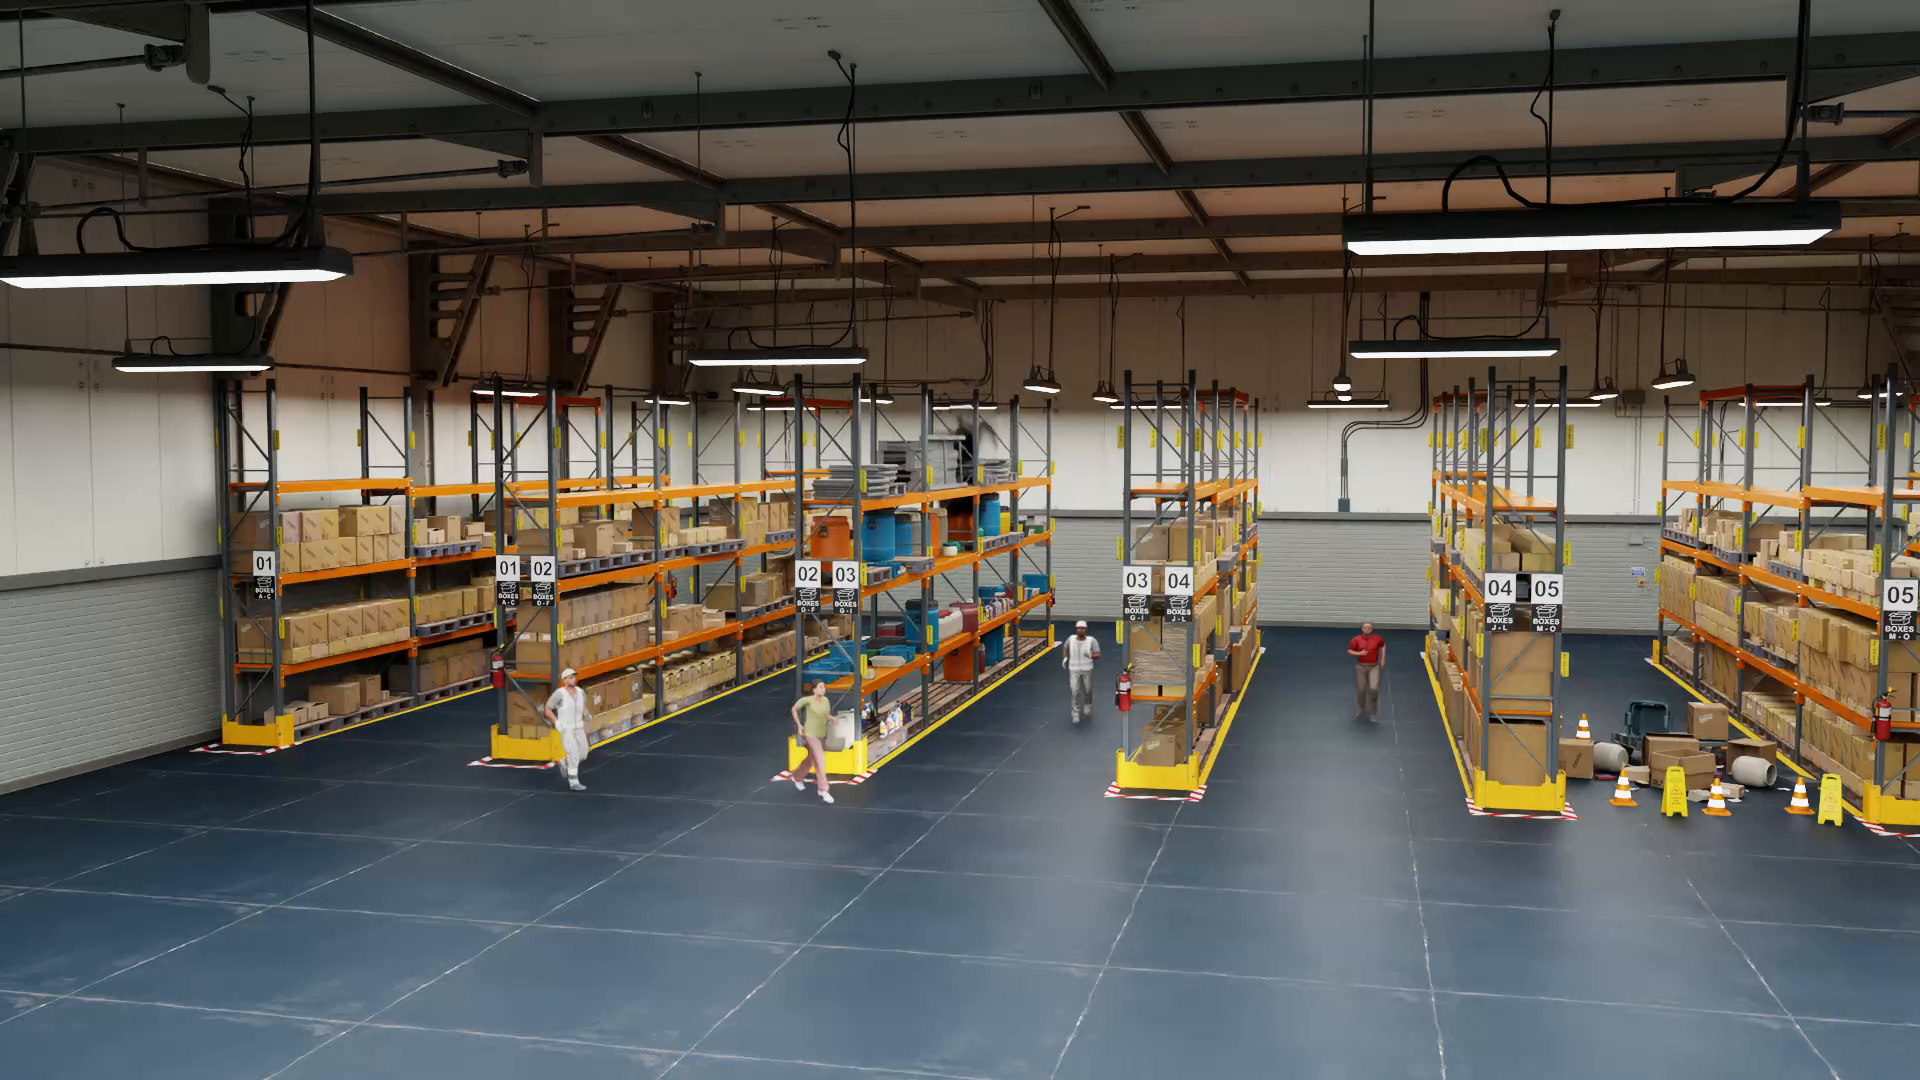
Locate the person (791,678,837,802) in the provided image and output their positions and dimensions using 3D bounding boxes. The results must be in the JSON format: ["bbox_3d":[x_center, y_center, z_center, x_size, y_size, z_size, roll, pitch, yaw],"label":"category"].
[{"bbox_3d":[-2.061,2.771,23.325,0.934,1.693,0.521,3,4,39],"label":"person"}]

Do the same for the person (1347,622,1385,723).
[{"bbox_3d":[7.273,2.361,29.763,0.678,1.802,0.811,1,3,10],"label":"person"}]

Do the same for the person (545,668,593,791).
[{"bbox_3d":[-5.601,2.700,23.797,0.692,1.747,0.651,3,5,41],"label":"person"}]

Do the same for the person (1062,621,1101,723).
[{"bbox_3d":[2.154,2.312,29.557,0.689,1.763,1.003,1,3,8],"label":"person"}]
